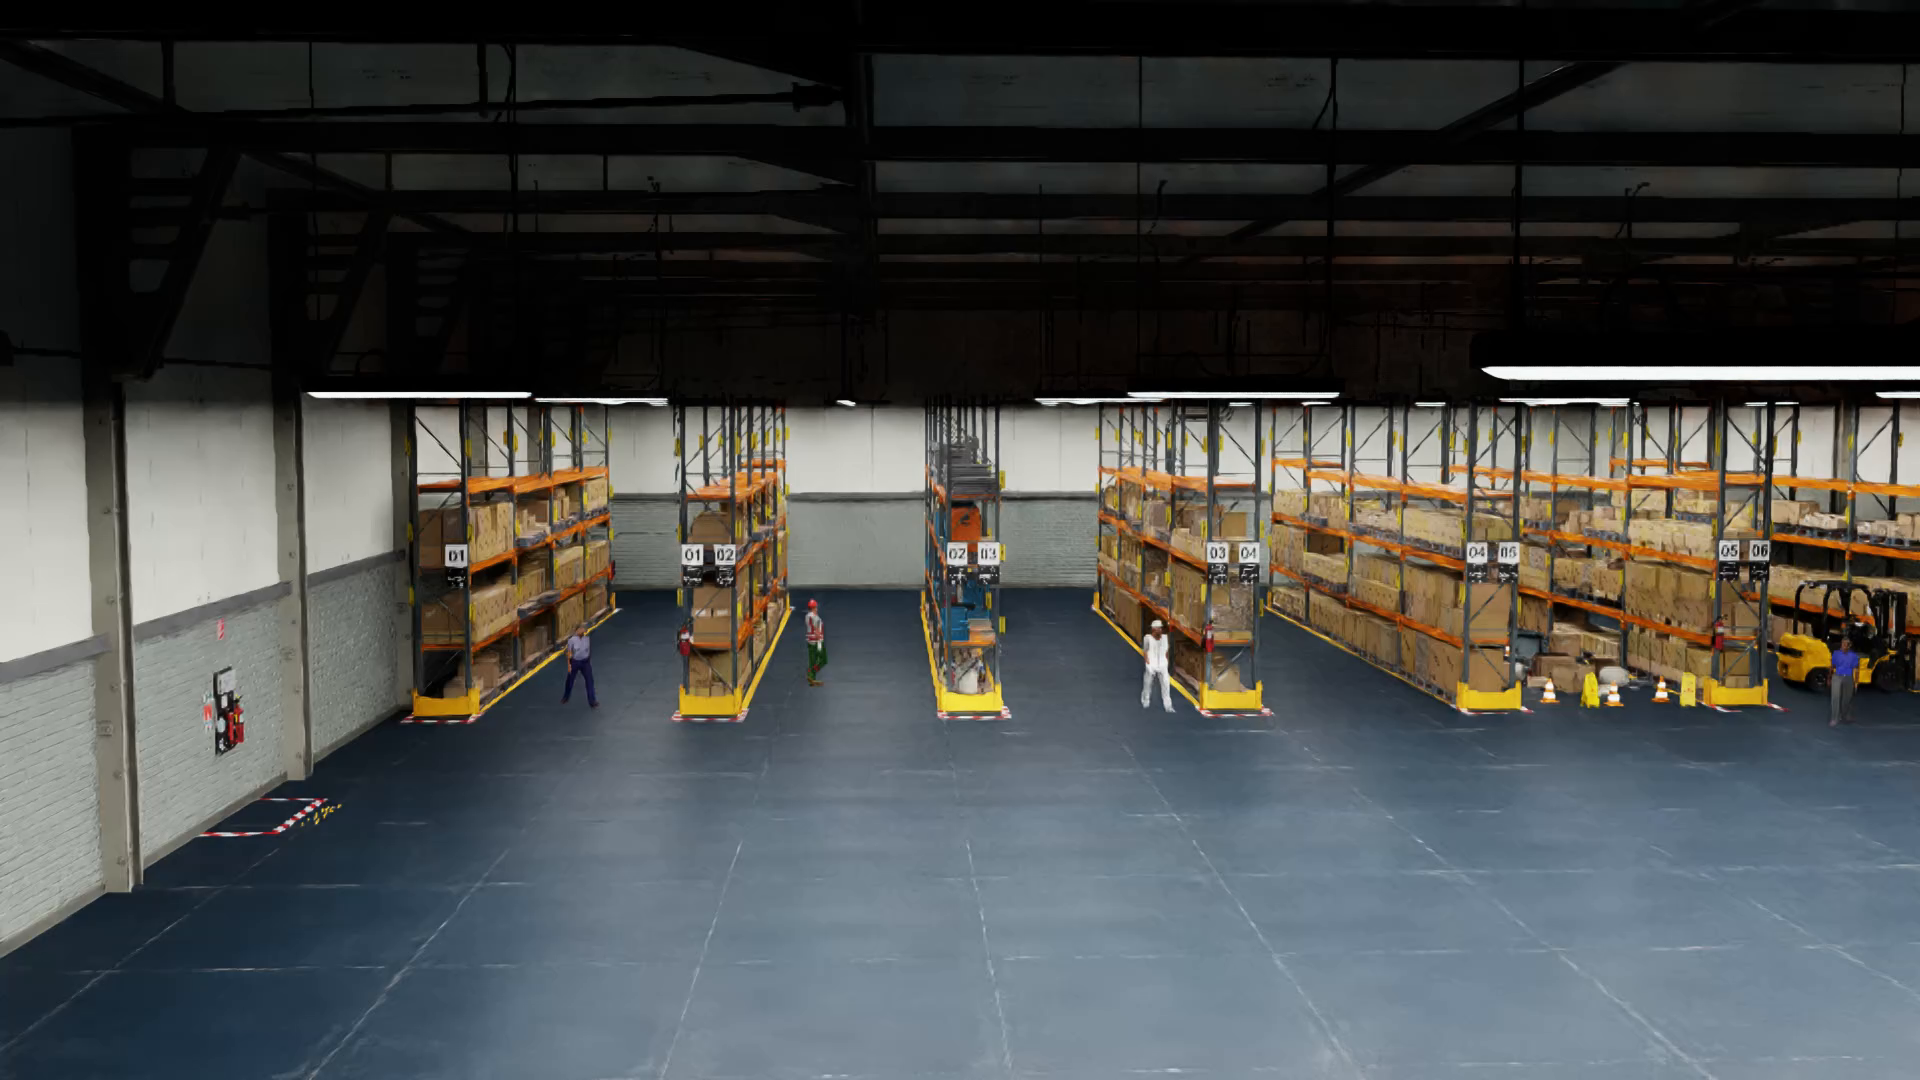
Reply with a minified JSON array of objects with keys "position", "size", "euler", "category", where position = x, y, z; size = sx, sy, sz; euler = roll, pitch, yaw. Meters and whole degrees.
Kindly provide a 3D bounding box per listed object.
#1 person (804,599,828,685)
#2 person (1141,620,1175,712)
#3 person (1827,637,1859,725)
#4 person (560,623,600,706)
[{"position":[-3.018,2.116,34.343],"size":[0.444,1.786,0.598],"euler":[-3,5,-29],"category":"person"},{"position":[3.712,2.367,31.442],"size":[0.554,1.724,1.024],"euler":[-1,5,-10],"category":"person"},{"position":[15.995,2.540,30.106],"size":[0.492,1.602,0.930],"euler":[2,5,22],"category":"person"},{"position":[-7.336,2.390,31.953],"size":[0.579,1.611,0.898],"euler":[-3,5,-30],"category":"person"}]
